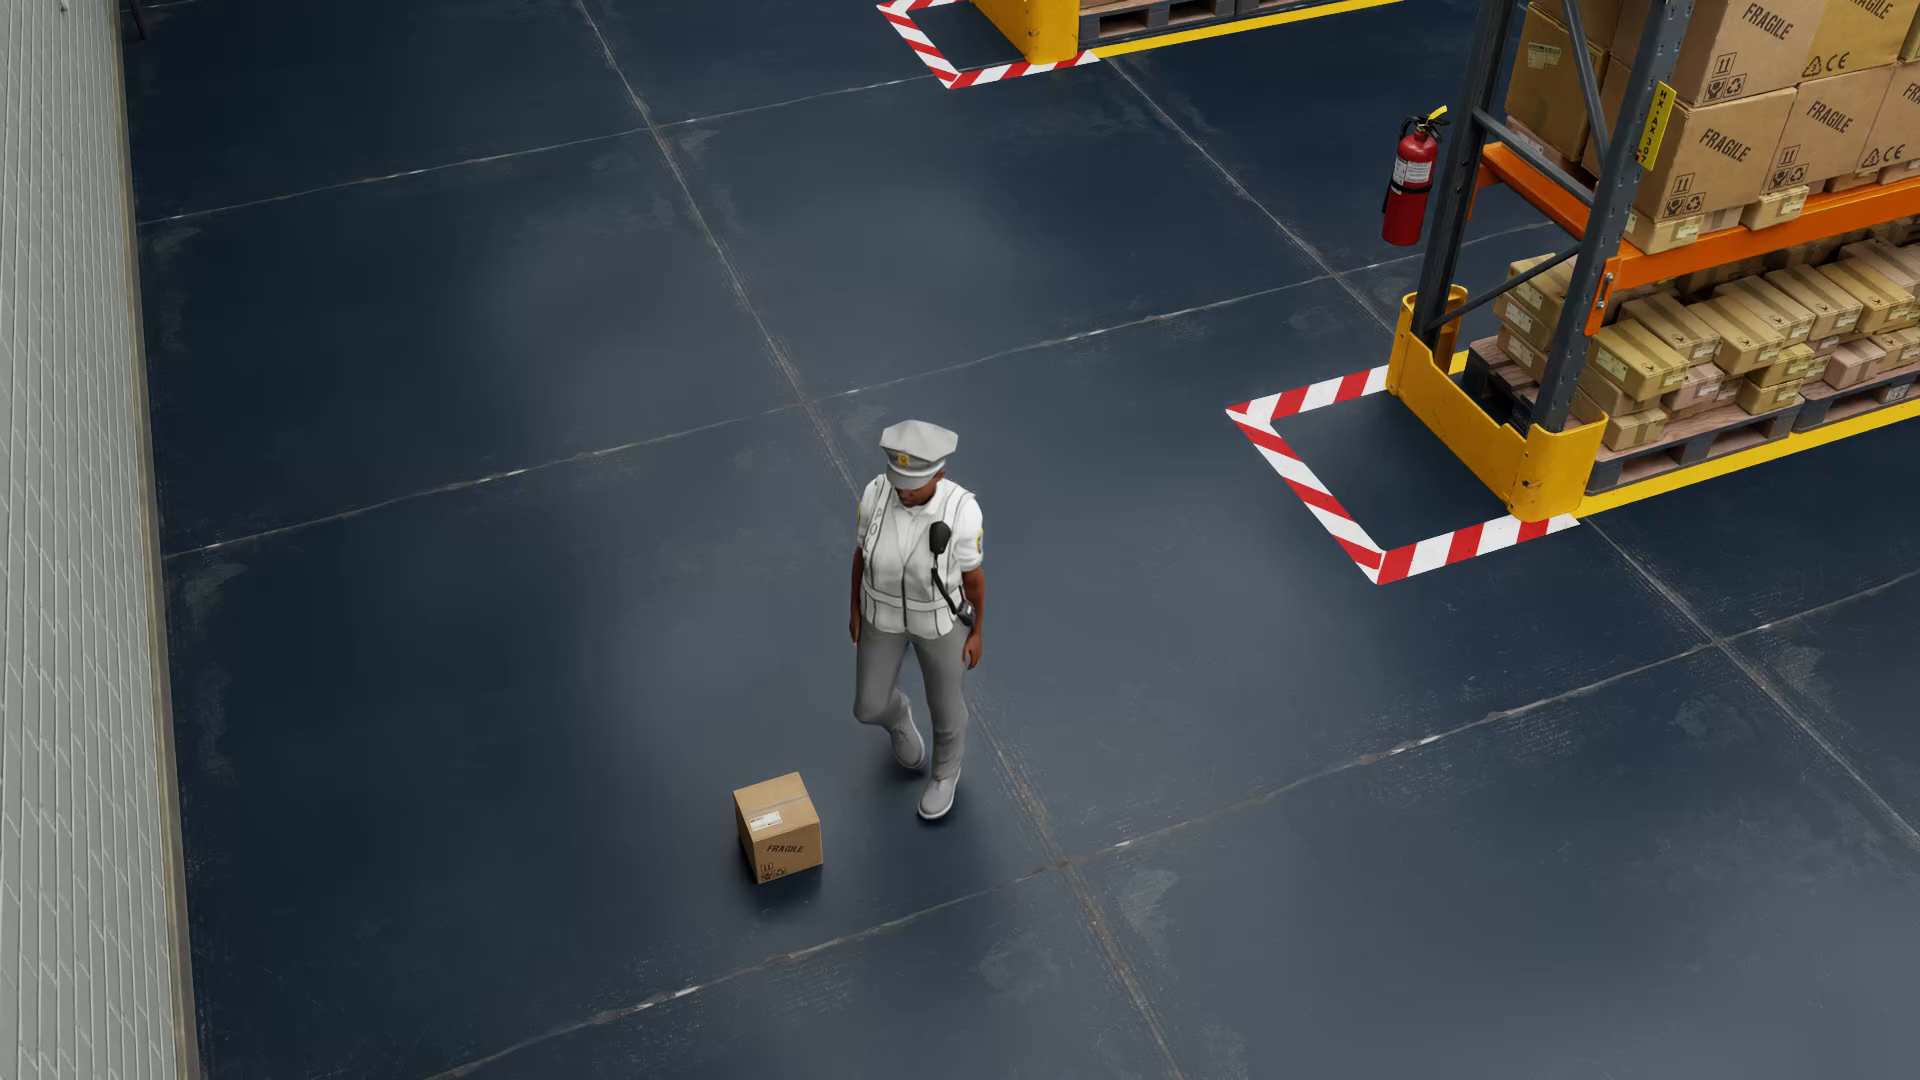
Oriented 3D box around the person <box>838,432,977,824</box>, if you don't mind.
[{"bbox_3d":[-0.173,0.342,5.785,0.479,1.718,0.375,20,46,21],"label":"person"}]
